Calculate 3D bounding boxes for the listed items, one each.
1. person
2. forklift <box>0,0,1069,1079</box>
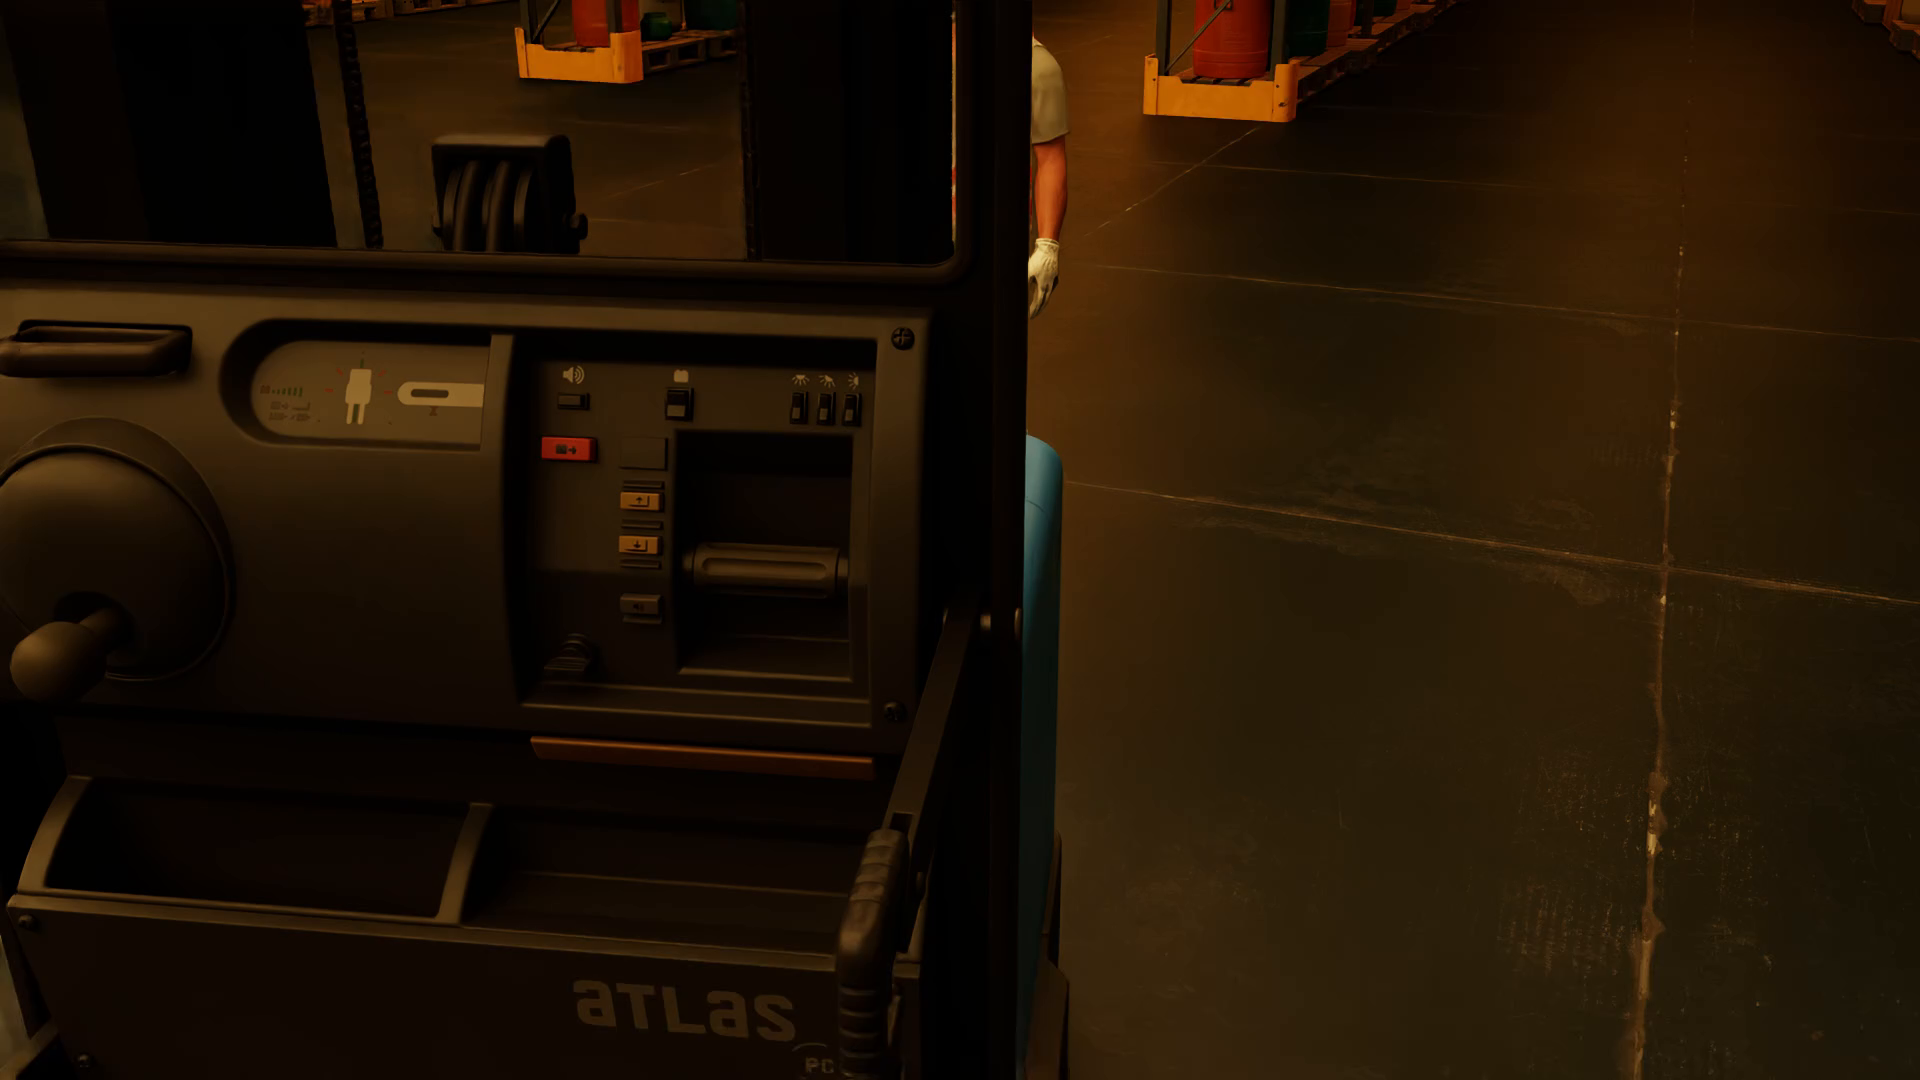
[{"bbox_3d":[-0.042,-0.805,4.680,0.637,1.790,0.562,9,24,21],"label":"person"},{"bbox_3d":[-0.514,-0.006,1.308,1.130,2.935,3.031,3,23,7],"label":"forklift"}]
